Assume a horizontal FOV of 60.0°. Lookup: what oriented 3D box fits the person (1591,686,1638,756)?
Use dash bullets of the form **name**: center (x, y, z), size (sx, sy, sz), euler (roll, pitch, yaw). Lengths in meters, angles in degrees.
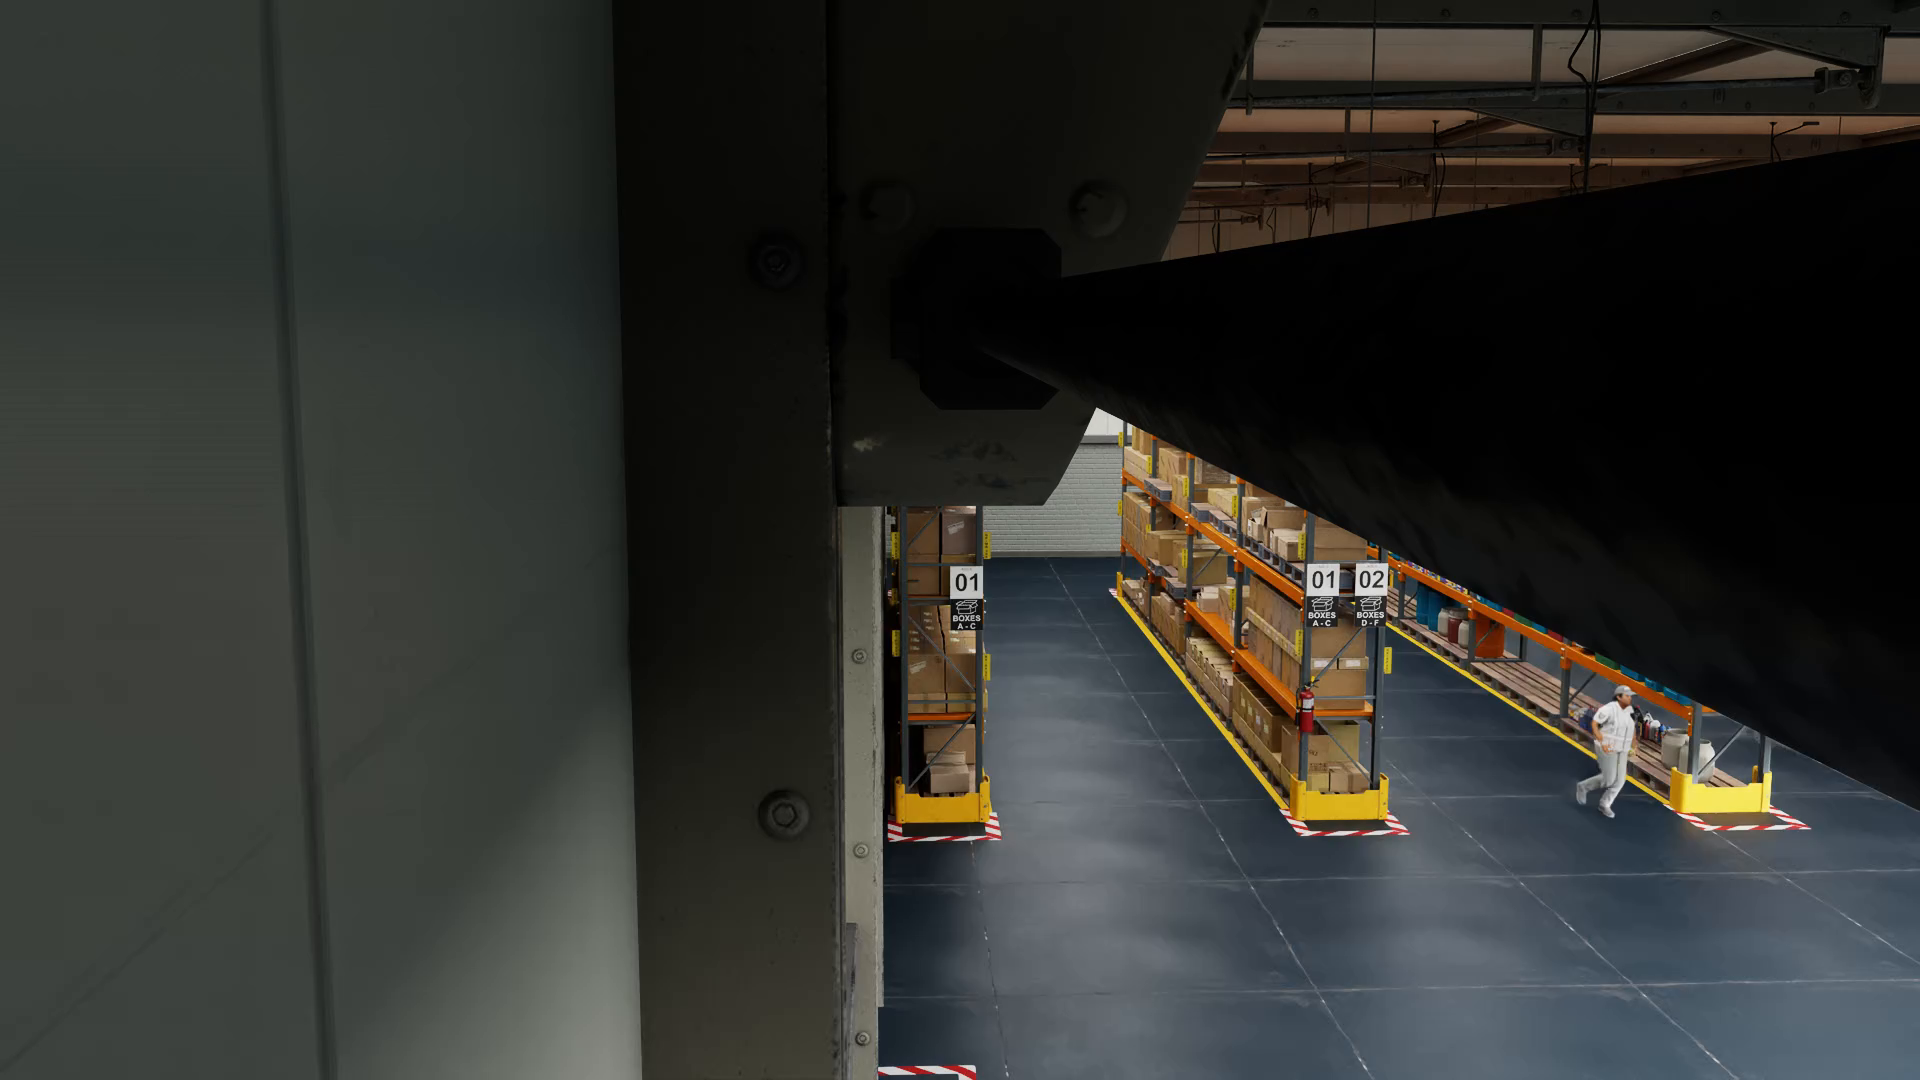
- **person**: center (8.242, 2.255, 20.821), size (0.632, 0.879, 0.408), euler (-3, 9, -22)
